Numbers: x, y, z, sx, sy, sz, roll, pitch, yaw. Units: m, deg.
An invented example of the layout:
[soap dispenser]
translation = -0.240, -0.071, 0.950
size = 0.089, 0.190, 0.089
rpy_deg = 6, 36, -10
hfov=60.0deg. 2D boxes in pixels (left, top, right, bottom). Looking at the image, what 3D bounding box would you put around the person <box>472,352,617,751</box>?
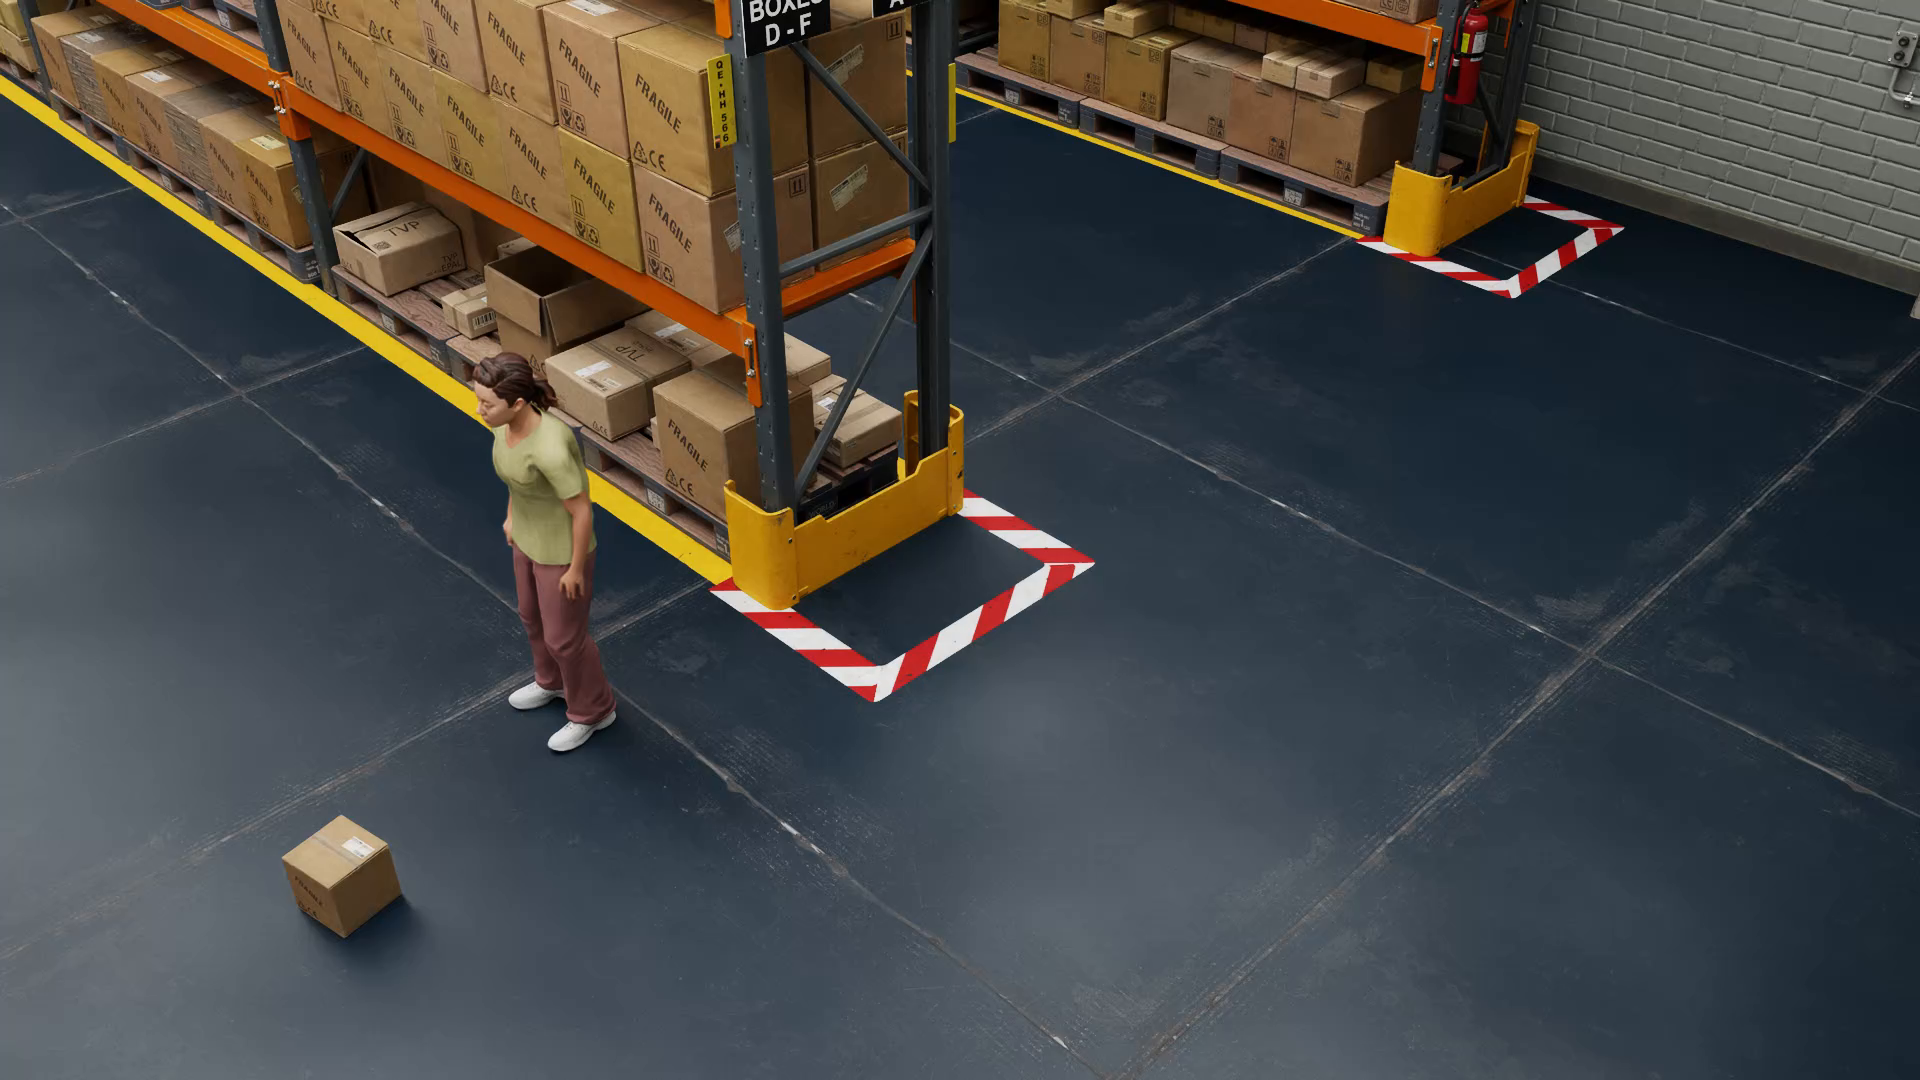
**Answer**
[person]
translation = -1.522, 0.031, 6.104
size = 0.350, 1.673, 0.520
rpy_deg = -26, 43, -31
